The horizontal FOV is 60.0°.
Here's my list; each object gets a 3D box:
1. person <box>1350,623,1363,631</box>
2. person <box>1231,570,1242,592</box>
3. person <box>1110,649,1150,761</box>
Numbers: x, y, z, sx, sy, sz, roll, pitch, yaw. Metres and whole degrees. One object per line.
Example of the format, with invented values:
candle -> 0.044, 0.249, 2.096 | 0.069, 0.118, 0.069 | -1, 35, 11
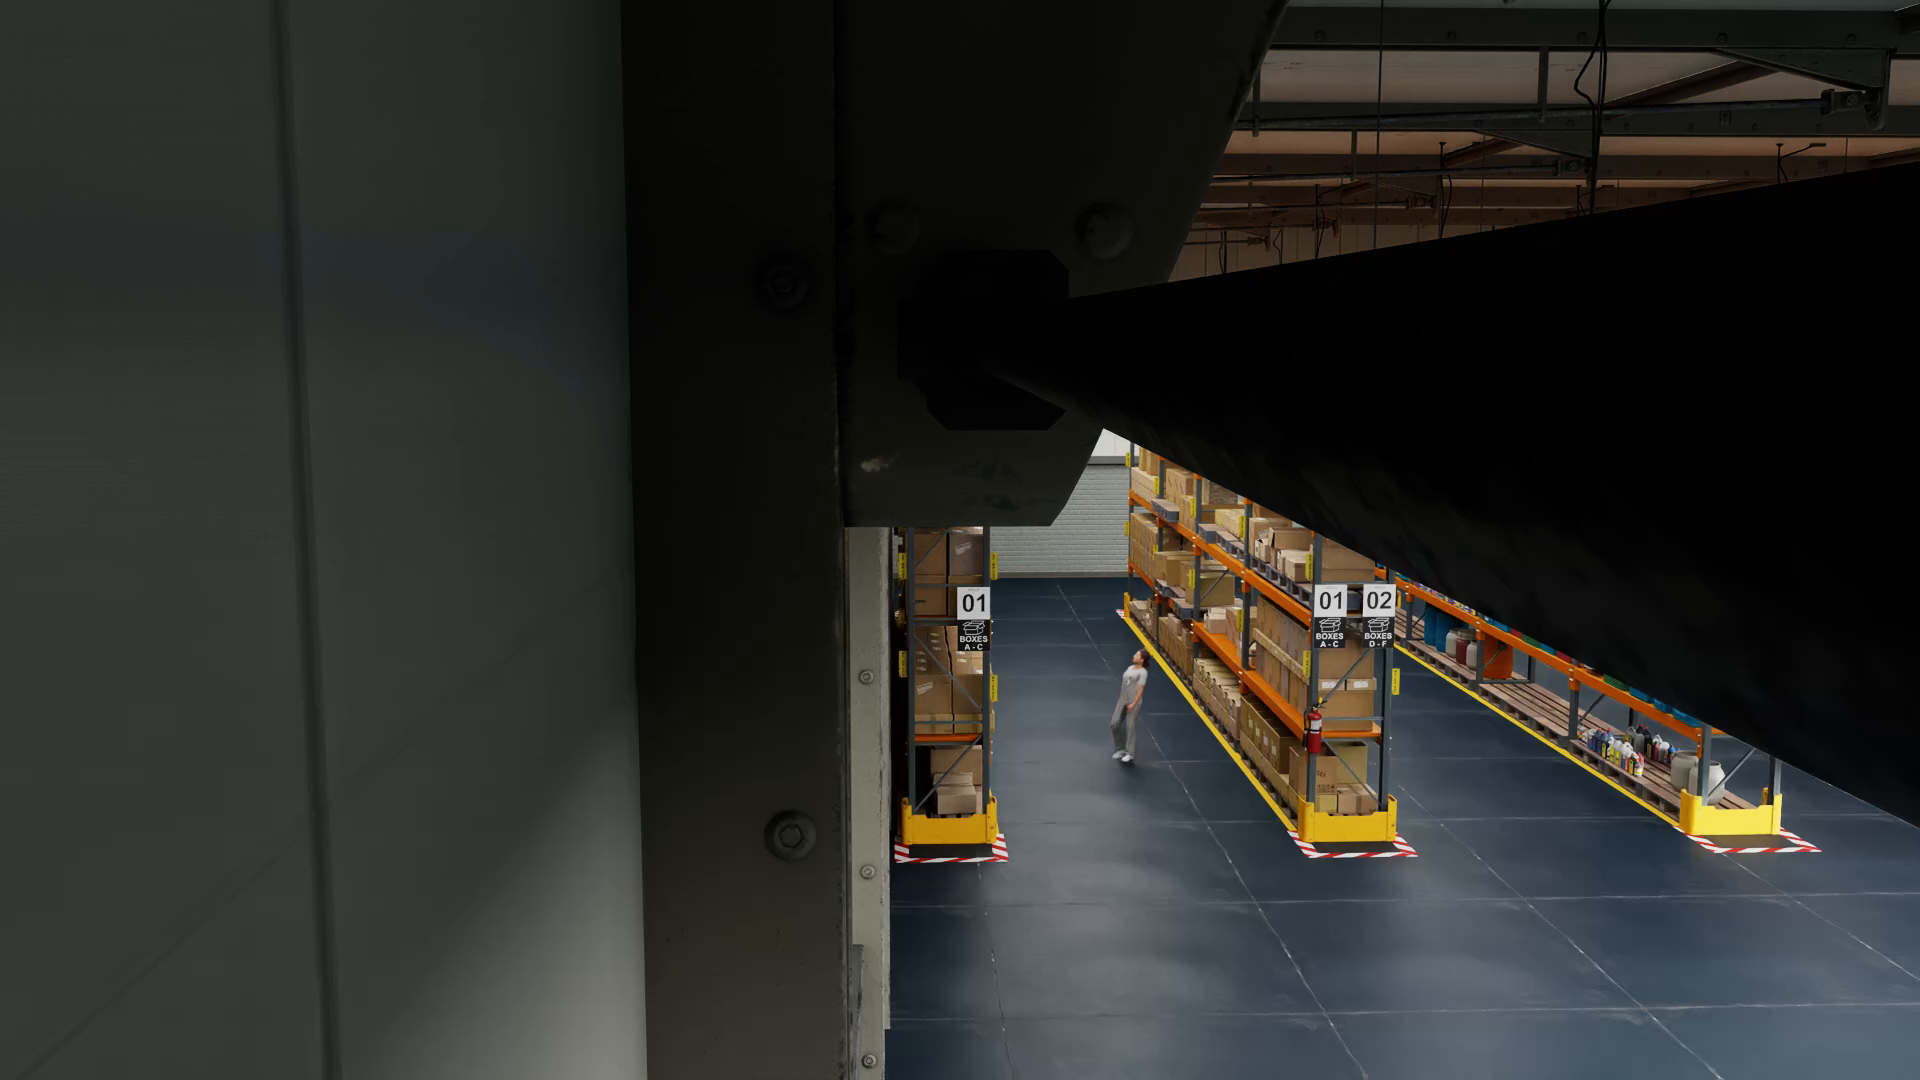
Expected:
person -> 7.983, 1.244, 33.338 | 0.492, 1.639, 0.989 | 1, 7, 11
person -> 6.482, 0.440, 39.718 | 0.600, 1.605, 0.510 | 5, 9, 32
person -> 2.491, 2.424, 24.386 | 0.531, 1.662, 0.532 | 7, 10, 43
